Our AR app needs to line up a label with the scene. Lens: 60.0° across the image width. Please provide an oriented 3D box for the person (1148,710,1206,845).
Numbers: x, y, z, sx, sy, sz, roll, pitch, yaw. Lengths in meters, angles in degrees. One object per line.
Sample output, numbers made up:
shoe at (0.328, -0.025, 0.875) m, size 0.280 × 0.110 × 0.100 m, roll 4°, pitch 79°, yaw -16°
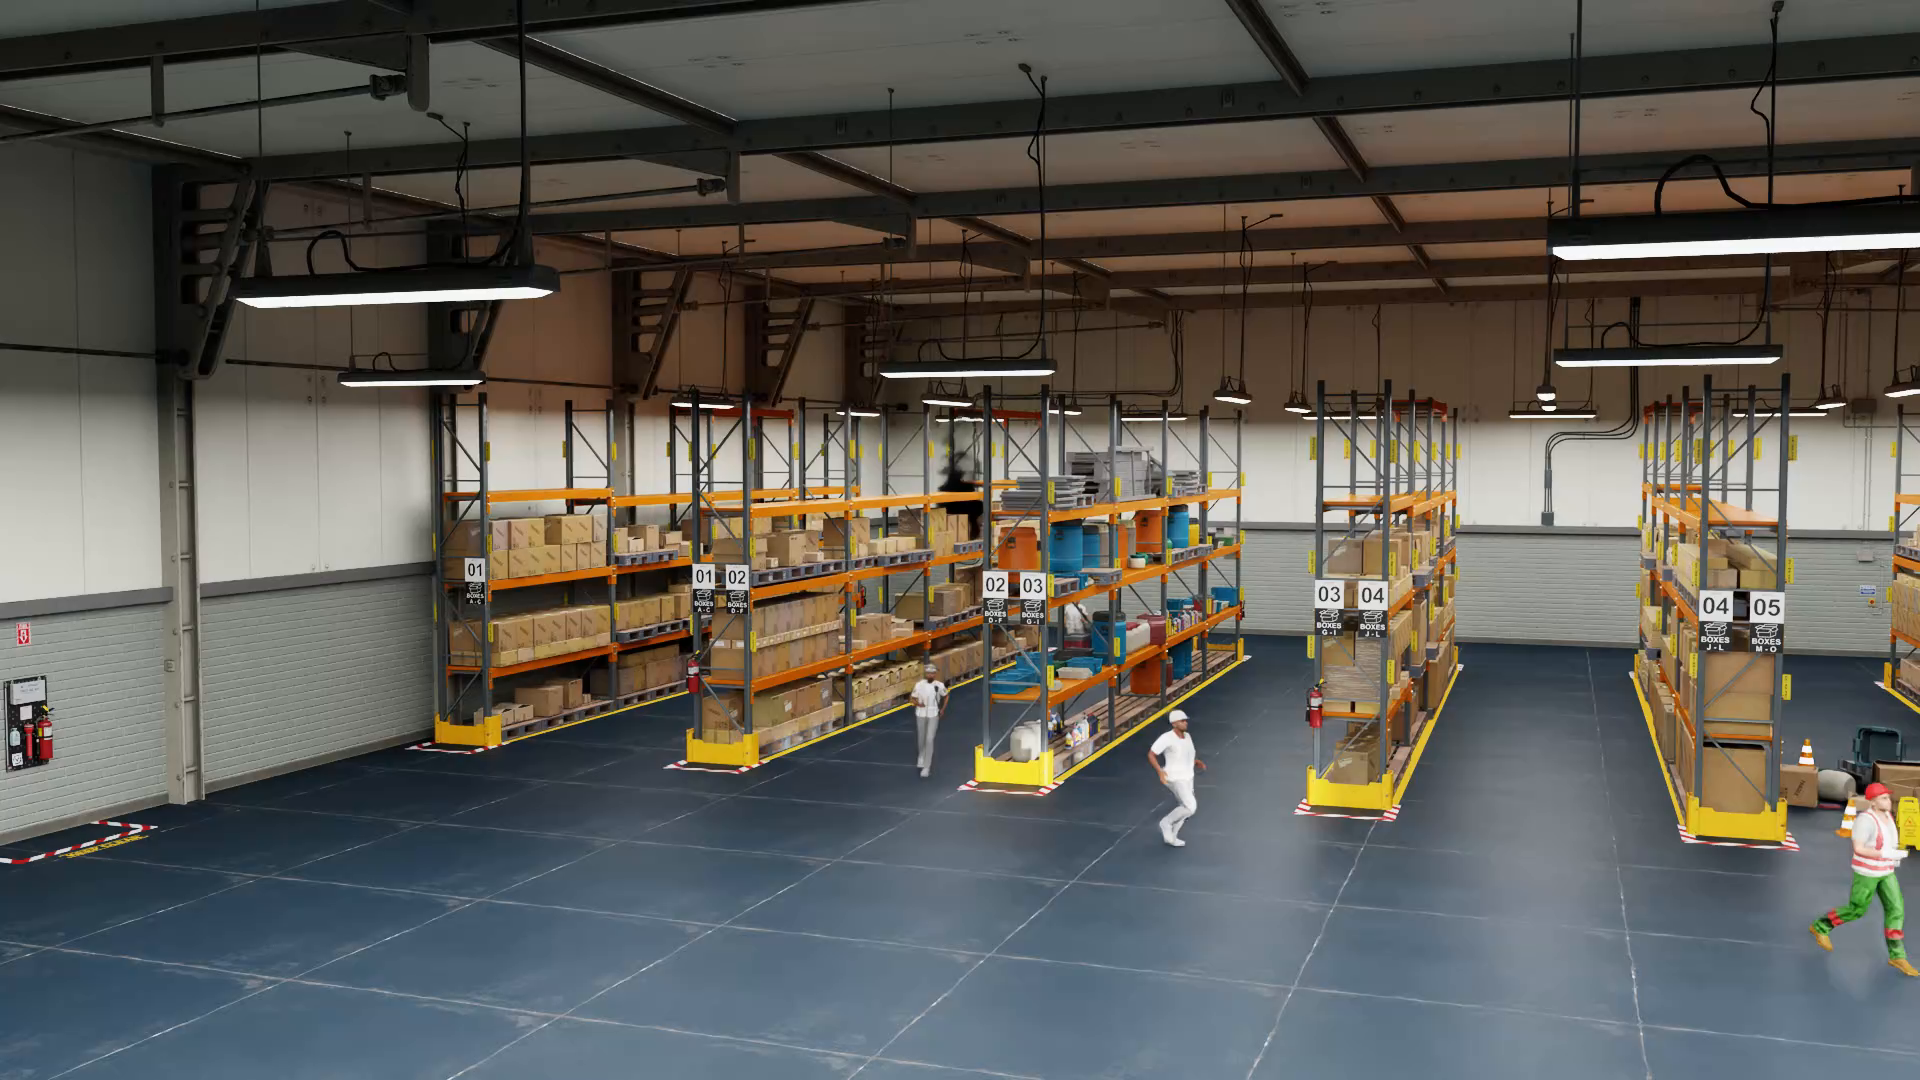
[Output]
person at (2.799, 3.010, 20.982) m, size 0.596 × 1.722 × 0.685 m, roll 3°, pitch 4°, yaw 42°

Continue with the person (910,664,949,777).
person at (-0.483, 2.777, 25.918) m, size 0.593 × 1.729 × 0.816 m, roll 0°, pitch 3°, yaw 6°

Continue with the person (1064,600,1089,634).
person at (2.708, 2.097, 39.151) m, size 0.644 × 1.650 × 0.709 m, roll 0°, pitch 3°, yaw 4°

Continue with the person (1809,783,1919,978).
person at (8.837, 3.239, 16.165) m, size 0.672 × 1.799 × 1.003 m, roll -2°, pitch 3°, yaw -28°
